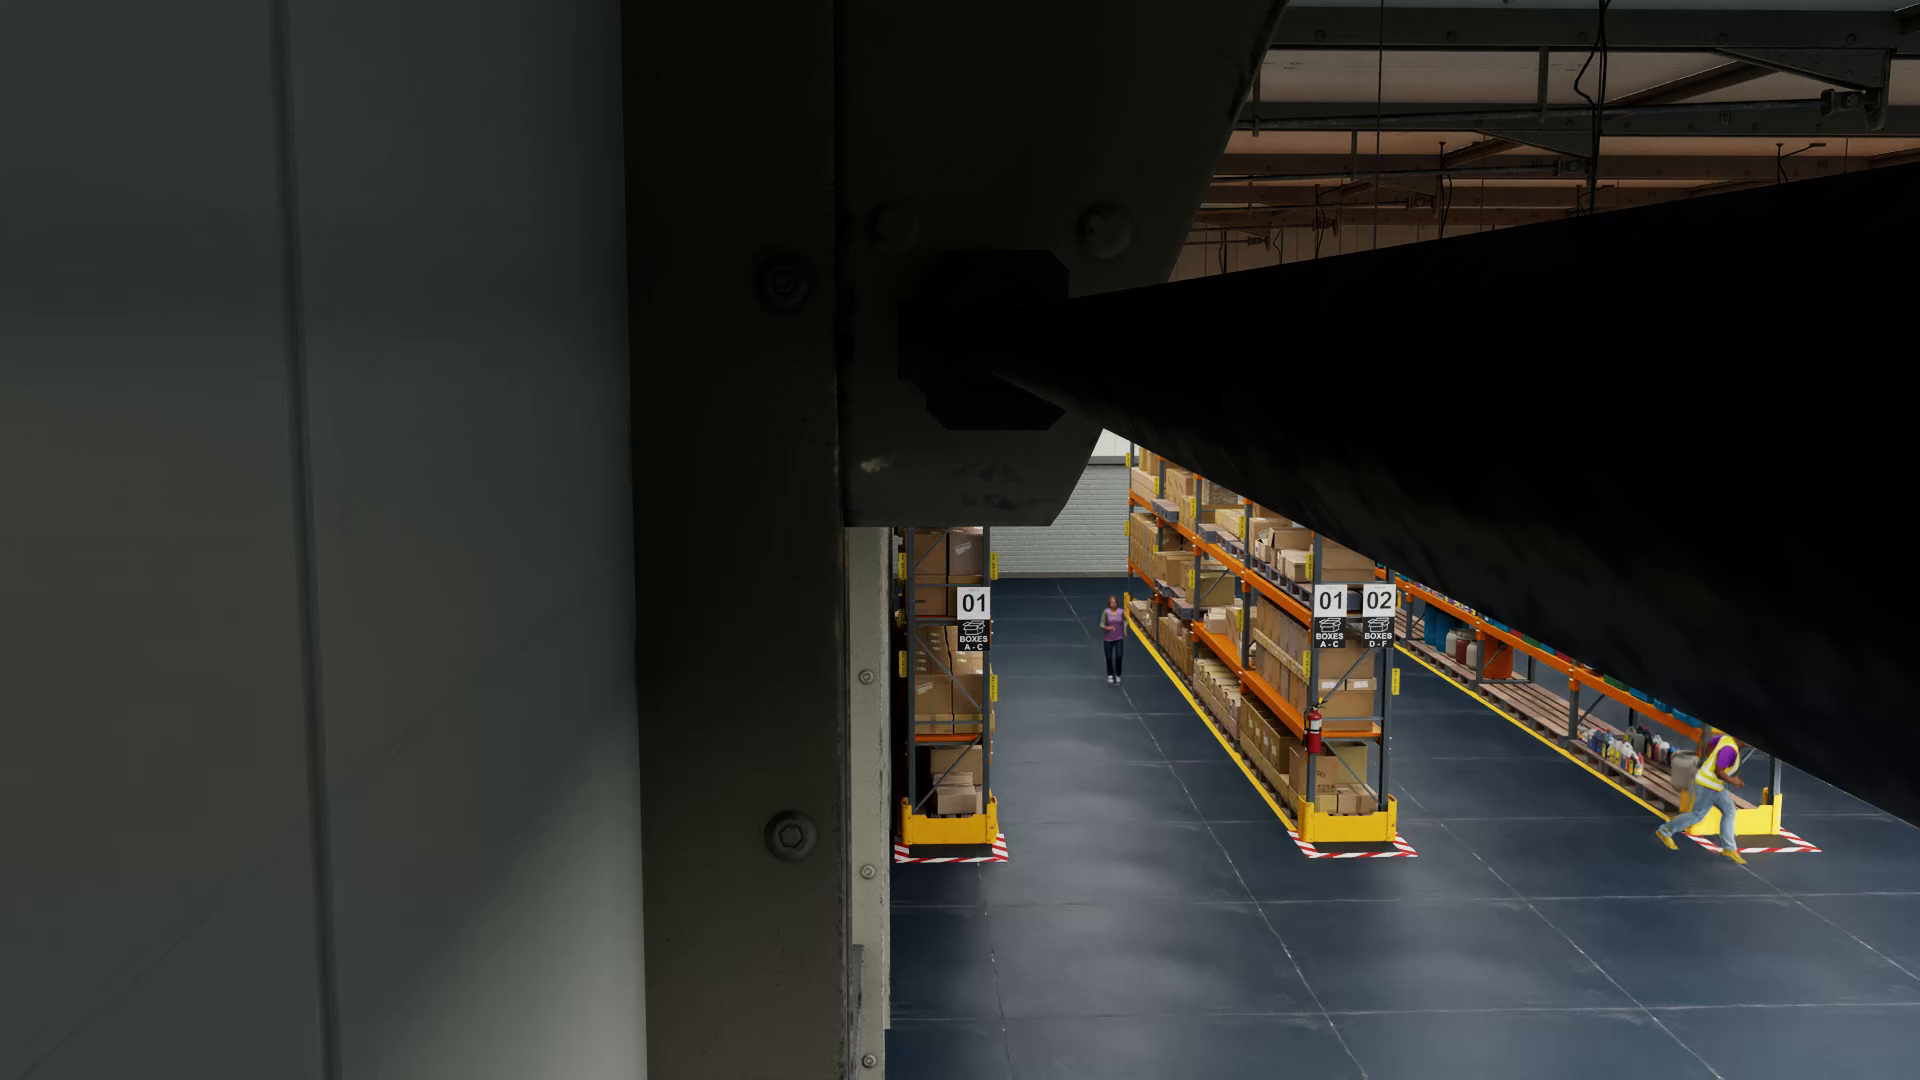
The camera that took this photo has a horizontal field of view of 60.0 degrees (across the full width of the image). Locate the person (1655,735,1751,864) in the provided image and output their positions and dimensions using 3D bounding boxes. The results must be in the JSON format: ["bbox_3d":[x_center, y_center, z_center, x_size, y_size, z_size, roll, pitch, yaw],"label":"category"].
[{"bbox_3d":[8.901,2.986,19.847,1.057,1.711,0.744,3,8,21],"label":"person"}]

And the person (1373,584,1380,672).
[{"bbox_3d":[7.613,1.619,30.503,0.552,1.637,0.561,1,7,7],"label":"person"}]

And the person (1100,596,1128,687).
[{"bbox_3d":[2.720,1.784,29.352,0.508,1.604,0.667,0,7,2],"label":"person"}]
